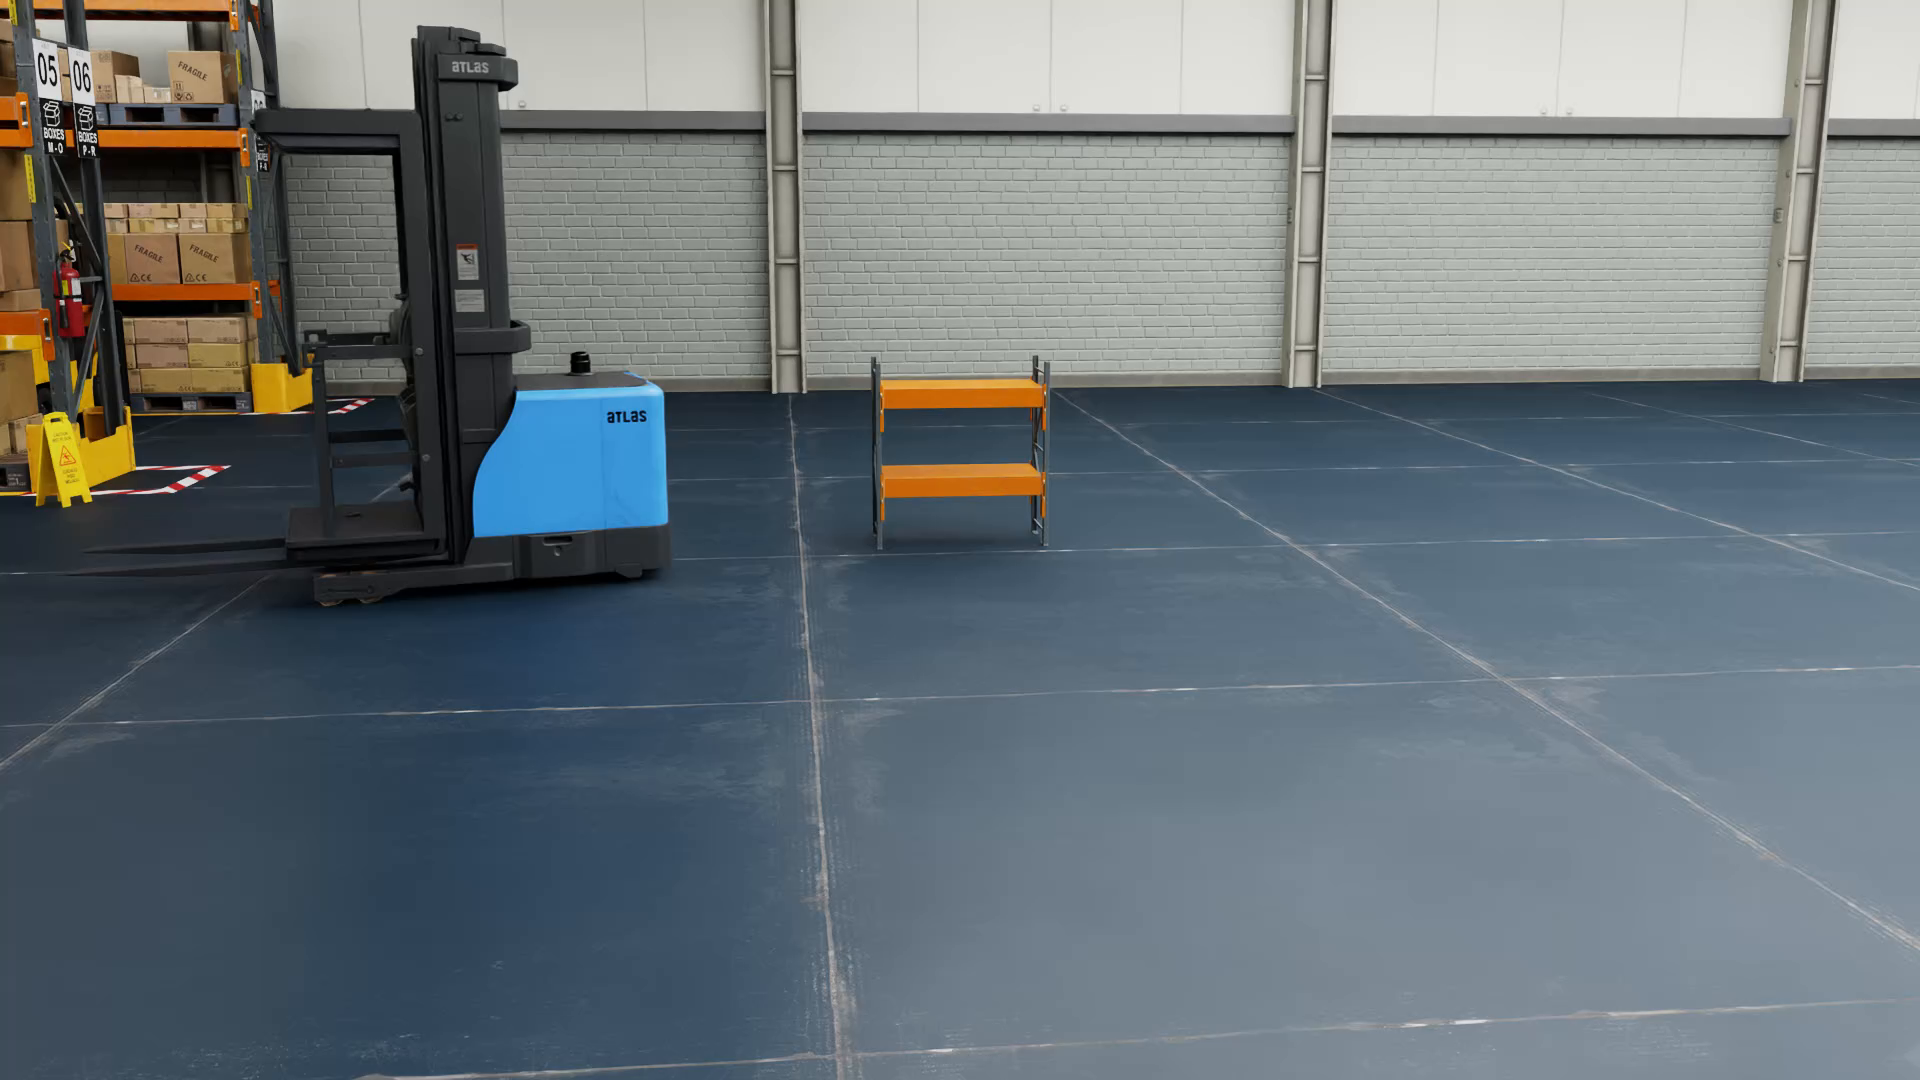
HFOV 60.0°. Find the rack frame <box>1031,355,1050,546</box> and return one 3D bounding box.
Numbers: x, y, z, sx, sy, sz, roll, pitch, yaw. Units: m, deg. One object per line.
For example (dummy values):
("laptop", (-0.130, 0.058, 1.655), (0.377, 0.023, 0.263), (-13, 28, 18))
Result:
("rack frame", (0.499, -0.562, 10.313), (0.032, 1.125, 0.500), (-1, 11, -6))

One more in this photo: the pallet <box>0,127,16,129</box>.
("pallet", (-10.254, -4.245, 16.641), (1.213, 0.211, 1.003), (-1, 11, -6))

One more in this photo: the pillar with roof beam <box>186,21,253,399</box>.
("pillar with roof beam", (-7.447, -5.154, 13.257), (0.400, 9.000, 9.100), (-1, 11, -6))

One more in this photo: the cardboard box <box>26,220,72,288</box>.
("cardboard box", (-7.083, -2.164, 12.570), (0.500, 0.500, 0.500), (-1, 11, -7))

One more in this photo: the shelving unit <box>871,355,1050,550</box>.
("shelving unit", (-0.007, -0.552, 10.259), (1.048, 1.125, 0.538), (-1, 11, -6))

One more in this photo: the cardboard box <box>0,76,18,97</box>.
("cardboard box", (-6.907, -3.213, 11.812), (0.250, 0.149, 0.380), (-1, 11, -6))

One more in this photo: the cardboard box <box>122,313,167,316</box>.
("cardboard box", (-8.615, -2.232, 17.393), (0.500, 0.250, 0.500), (-1, 11, -6))

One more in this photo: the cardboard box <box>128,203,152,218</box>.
("cardboard box", (-8.210, -3.330, 16.821), (0.250, 0.149, 0.380), (-1, 11, -6))

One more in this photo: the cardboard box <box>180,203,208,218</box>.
("cardboard box", (-7.697, -3.332, 16.829), (0.250, 0.149, 0.380), (-1, 11, -6))

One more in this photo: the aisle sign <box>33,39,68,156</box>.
("aisle sign", (-6.489, -3.147, 11.861), (0.004, 0.787, 0.394), (-1, 11, -6))

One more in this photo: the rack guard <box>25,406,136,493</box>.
("rack guard", (-6.658, -0.698, 12.621), (0.348, 0.500, 1.175), (-1, 11, -6))

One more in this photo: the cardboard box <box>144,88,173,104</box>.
("cardboard box", (-7.913, -4.406, 16.530), (0.250, 0.149, 0.380), (-2, 11, -8))

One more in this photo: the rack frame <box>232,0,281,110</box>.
("rack frame", (-7.122, -5.821, 16.651), (0.127, 3.000, 1.000), (-1, 11, -6))

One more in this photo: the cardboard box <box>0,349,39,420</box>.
("cardboard box", (-7.438, -1.186, 12.722), (0.500, 0.500, 0.500), (-2, 11, -8))

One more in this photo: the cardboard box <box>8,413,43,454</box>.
("cardboard box", (-7.414, -0.819, 12.797), (0.500, 0.250, 0.500), (-1, 11, -7))

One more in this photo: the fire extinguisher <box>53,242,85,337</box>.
("fire extinguisher", (-6.419, -1.802, 11.958), (0.183, 0.674, 0.296), (-1, 11, -6))

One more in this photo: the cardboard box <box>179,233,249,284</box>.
("cardboard box", (-7.583, -2.866, 16.912), (0.500, 0.500, 0.500), (-1, 11, -7))

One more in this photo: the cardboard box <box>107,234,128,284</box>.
("cardboard box", (-8.609, -2.846, 16.811), (0.500, 0.500, 0.500), (-1, 11, -7))

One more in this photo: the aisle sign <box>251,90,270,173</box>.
("aisle sign", (-7.025, -4.098, 16.699), (0.004, 0.787, 0.394), (-1, 11, -6))

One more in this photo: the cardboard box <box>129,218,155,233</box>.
("cardboard box", (-8.200, -3.176, 16.808), (0.250, 0.149, 0.380), (-1, 11, -6))

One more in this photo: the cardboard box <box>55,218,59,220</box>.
("cardboard box", (-8.967, -3.165, 16.749), (0.250, 0.149, 0.380), (-1, 11, -6))

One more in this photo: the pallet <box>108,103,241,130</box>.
("pallet", (-7.828, -4.296, 16.899), (1.213, 0.211, 1.003), (-1, 11, -6))

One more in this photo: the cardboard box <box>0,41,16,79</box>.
("cardboard box", (-7.062, -3.408, 11.768), (0.500, 0.250, 0.500), (-1, 11, -7))

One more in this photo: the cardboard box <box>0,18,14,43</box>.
("cardboard box", (-6.887, -3.602, 11.722), (0.250, 0.149, 0.380), (-1, 11, -6))

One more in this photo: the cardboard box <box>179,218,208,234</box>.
("cardboard box", (-7.687, -3.173, 16.791), (0.250, 0.149, 0.380), (-1, 11, -5))

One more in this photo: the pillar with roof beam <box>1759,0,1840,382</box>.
("pillar with roof beam", (10.448, -5.529, 15.164), (0.400, 9.000, 9.100), (-1, 11, -6))

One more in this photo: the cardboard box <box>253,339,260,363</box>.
("cardboard box", (-7.612, -2.010, 17.559), (0.500, 0.250, 0.500), (-1, 11, -5))

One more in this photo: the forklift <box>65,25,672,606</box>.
("forklift", (-3.183, -1.209, 8.920), (3.031, 2.935, 1.130), (-4, 12, -20))

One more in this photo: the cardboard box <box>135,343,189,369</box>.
("cardboard box", (-8.072, -1.901, 17.007), (0.500, 0.250, 0.500), (-1, 11, -7))

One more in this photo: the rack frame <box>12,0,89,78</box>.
("rack frame", (-6.582, -4.870, 11.809), (0.127, 3.000, 1.000), (-1, 11, -6))

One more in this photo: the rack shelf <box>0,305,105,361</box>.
("rack shelf", (-8.571, -1.531, 12.246), (4.000, 0.370, 1.077), (-1, 11, -6))

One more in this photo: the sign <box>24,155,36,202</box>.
("sign", (-6.542, -2.542, 11.702), (0.005, 0.325, 0.100), (-1, 11, -6))

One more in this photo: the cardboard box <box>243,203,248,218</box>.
("cardboard box", (-7.479, -3.425, 17.302), (0.250, 0.149, 0.380), (-1, 11, -7))

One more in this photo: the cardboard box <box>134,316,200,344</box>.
("cardboard box", (-8.053, -2.144, 16.945), (0.500, 0.250, 0.500), (-1, 11, -5))

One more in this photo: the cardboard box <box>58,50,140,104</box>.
("cardboard box", (-8.565, -4.596, 16.585), (0.500, 0.500, 0.700), (-1, 11, -6))

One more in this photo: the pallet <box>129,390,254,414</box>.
("pallet", (-7.878, -1.486, 17.377), (1.213, 0.211, 1.003), (-1, 11, -6))

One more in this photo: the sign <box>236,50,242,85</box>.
("sign", (-7.077, -4.641, 16.332), (0.005, 0.325, 0.100), (-1, 11, -6))

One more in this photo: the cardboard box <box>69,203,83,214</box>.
("cardboard box", (-8.713, -3.297, 16.652), (0.250, 0.149, 0.380), (-1, 11, -5))

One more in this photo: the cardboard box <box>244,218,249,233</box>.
("cardboard box", (-7.487, -3.288, 17.375), (0.250, 0.149, 0.380), (-1, 11, -8))

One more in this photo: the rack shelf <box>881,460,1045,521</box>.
("rack shelf", (-0.007, -0.312, 10.306), (1.000, 0.278, 0.538), (-1, 11, -6))

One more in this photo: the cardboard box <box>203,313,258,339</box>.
("cardboard box", (-7.620, -2.251, 17.492), (0.500, 0.250, 0.500), (-1, 11, -7))

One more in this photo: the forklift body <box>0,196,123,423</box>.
("forklift body", (-8.810, -2.072, 15.331), (1.214, 2.155, 2.313), (-1, 11, -6))

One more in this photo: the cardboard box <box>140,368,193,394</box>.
("cardboard box", (-8.051, -1.656, 17.053), (0.500, 0.250, 0.500), (-1, 11, -6))

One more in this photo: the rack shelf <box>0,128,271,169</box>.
("rack shelf", (-9.110, -3.955, 16.798), (4.000, 0.370, 1.077), (-1, 11, -6))
